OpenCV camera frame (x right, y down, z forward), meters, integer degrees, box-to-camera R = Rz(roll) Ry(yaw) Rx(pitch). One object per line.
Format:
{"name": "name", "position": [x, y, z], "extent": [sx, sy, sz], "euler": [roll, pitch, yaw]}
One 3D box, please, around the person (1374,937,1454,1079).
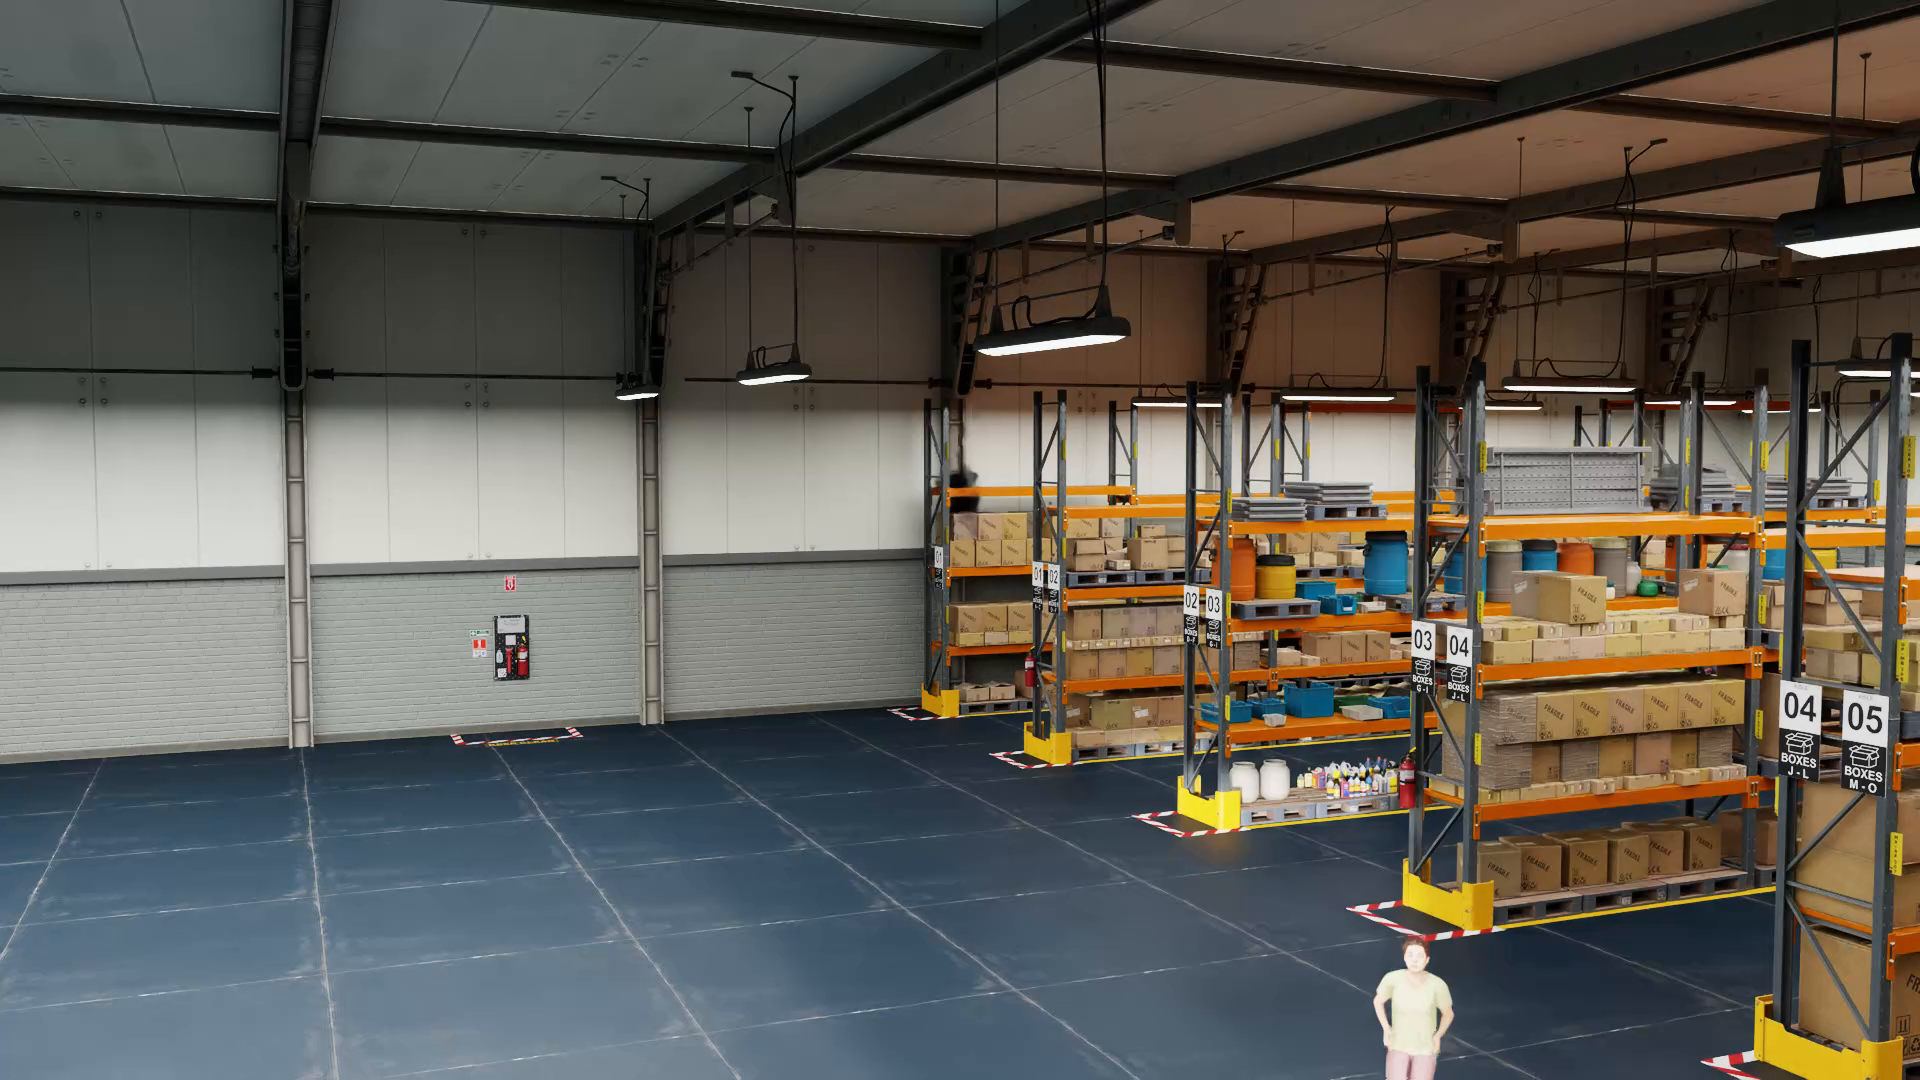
{"name": "person", "position": [3.243, 3.645, 11.909], "extent": [0.560, 1.624, 0.534], "euler": [1, 4, 17]}
